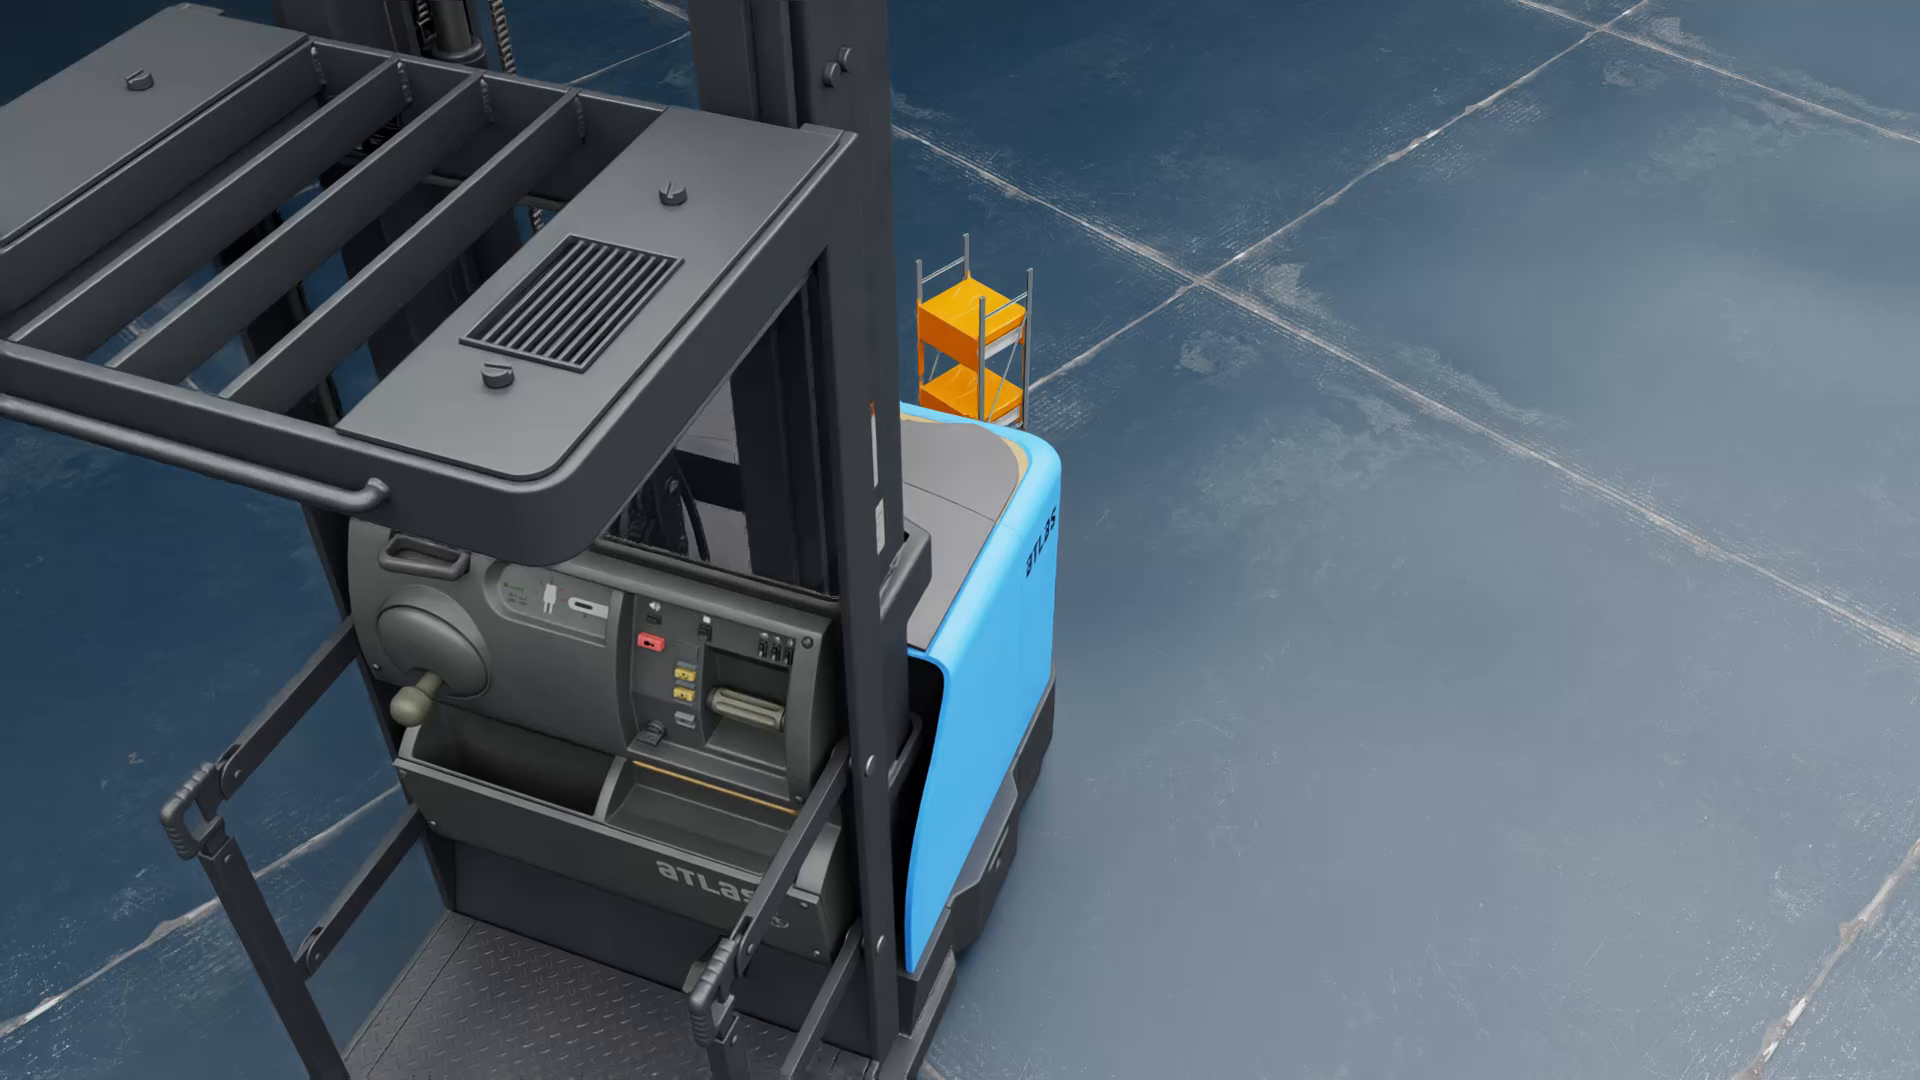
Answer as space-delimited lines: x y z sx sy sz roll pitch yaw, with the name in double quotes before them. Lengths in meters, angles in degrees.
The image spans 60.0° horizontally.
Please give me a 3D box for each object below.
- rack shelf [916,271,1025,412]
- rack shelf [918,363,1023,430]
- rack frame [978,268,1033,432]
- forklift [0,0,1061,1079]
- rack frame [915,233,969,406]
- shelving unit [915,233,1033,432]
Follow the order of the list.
"rack shelf" 0.038 -0.561 4.680 0.215 0.259 0.240 -34 53 -31
"rack shelf" 0.038 -0.352 4.873 0.215 0.259 0.240 -34 53 -31
"rack frame" 0.124 -0.301 4.802 0.200 1.050 0.008 -34 53 -31
"forklift" -0.746 0.290 2.777 1.130 2.935 3.031 15 45 15
"rack frame" -0.048 -0.418 4.929 0.200 1.050 0.008 -34 53 -31
"shelving unit" 0.038 -0.360 4.866 0.215 1.050 0.252 -34 53 -31
